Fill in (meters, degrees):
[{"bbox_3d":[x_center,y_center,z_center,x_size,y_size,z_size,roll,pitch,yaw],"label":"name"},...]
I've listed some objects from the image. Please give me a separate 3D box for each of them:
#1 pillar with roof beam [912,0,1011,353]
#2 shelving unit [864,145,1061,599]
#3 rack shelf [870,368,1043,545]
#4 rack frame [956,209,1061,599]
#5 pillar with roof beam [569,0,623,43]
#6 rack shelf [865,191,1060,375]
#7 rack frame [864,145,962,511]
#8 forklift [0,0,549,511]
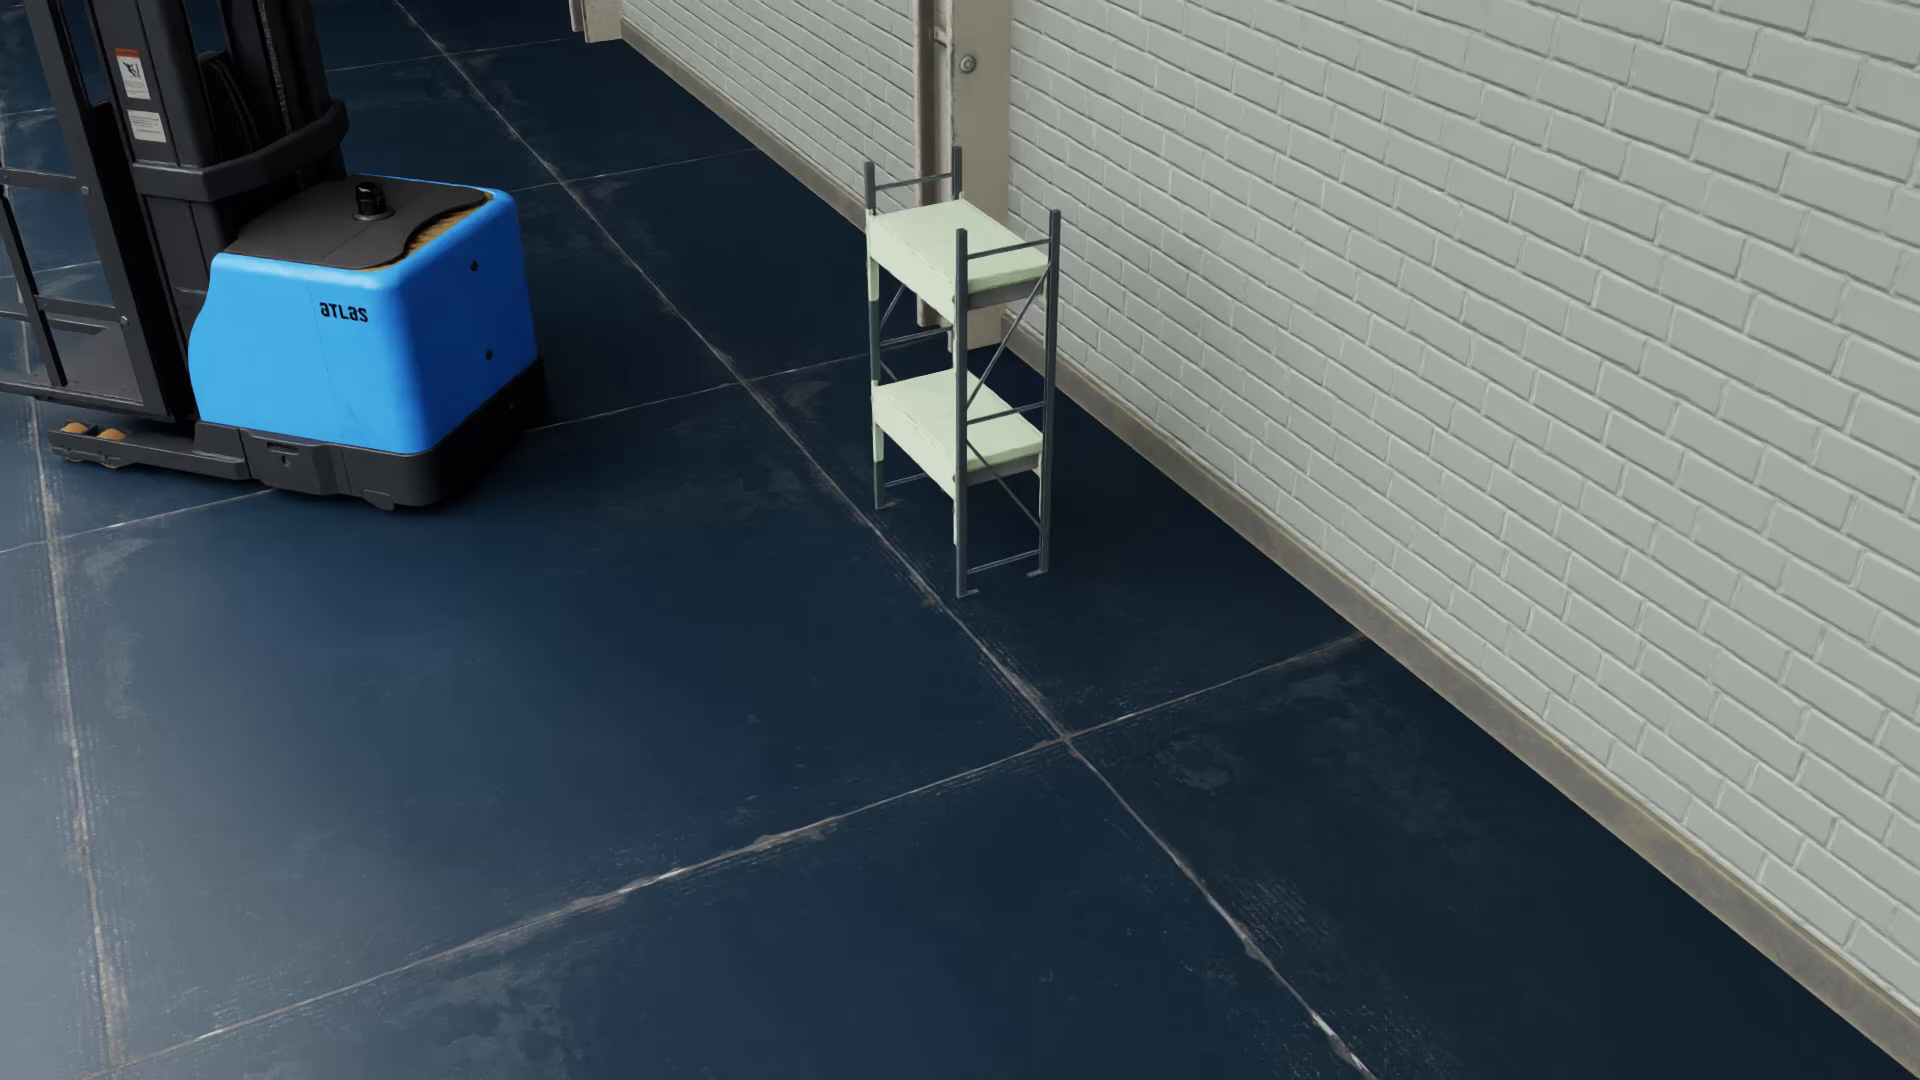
[{"bbox_3d":[-3.802,-3.757,4.272,9.100,9.000,0.400,-16,36,-23],"label":"pillar with roof beam"},{"bbox_3d":[-0.003,-0.635,6.350,0.431,1.500,0.755,-16,36,-23],"label":"shelving unit"},{"bbox_3d":[-0.003,-0.360,6.526,0.431,0.370,0.720,-16,36,-23],"label":"rack shelf"},{"bbox_3d":[0.168,-0.460,6.078,0.400,1.500,0.023,-16,36,-23],"label":"rack frame"},{"bbox_3d":[-6.599,-6.620,8.741,9.100,9.000,0.400,-16,36,-23],"label":"pillar with roof beam"},{"bbox_3d":[-0.003,-0.963,6.140,0.431,0.370,0.720,-16,36,-23],"label":"rack shelf"},{"bbox_3d":[-0.174,-0.809,6.623,0.400,1.500,0.023,-16,36,-23],"label":"rack frame"},{"bbox_3d":[-3.454,-1.807,6.854,3.031,2.935,1.130,9,34,14],"label":"forklift"}]
